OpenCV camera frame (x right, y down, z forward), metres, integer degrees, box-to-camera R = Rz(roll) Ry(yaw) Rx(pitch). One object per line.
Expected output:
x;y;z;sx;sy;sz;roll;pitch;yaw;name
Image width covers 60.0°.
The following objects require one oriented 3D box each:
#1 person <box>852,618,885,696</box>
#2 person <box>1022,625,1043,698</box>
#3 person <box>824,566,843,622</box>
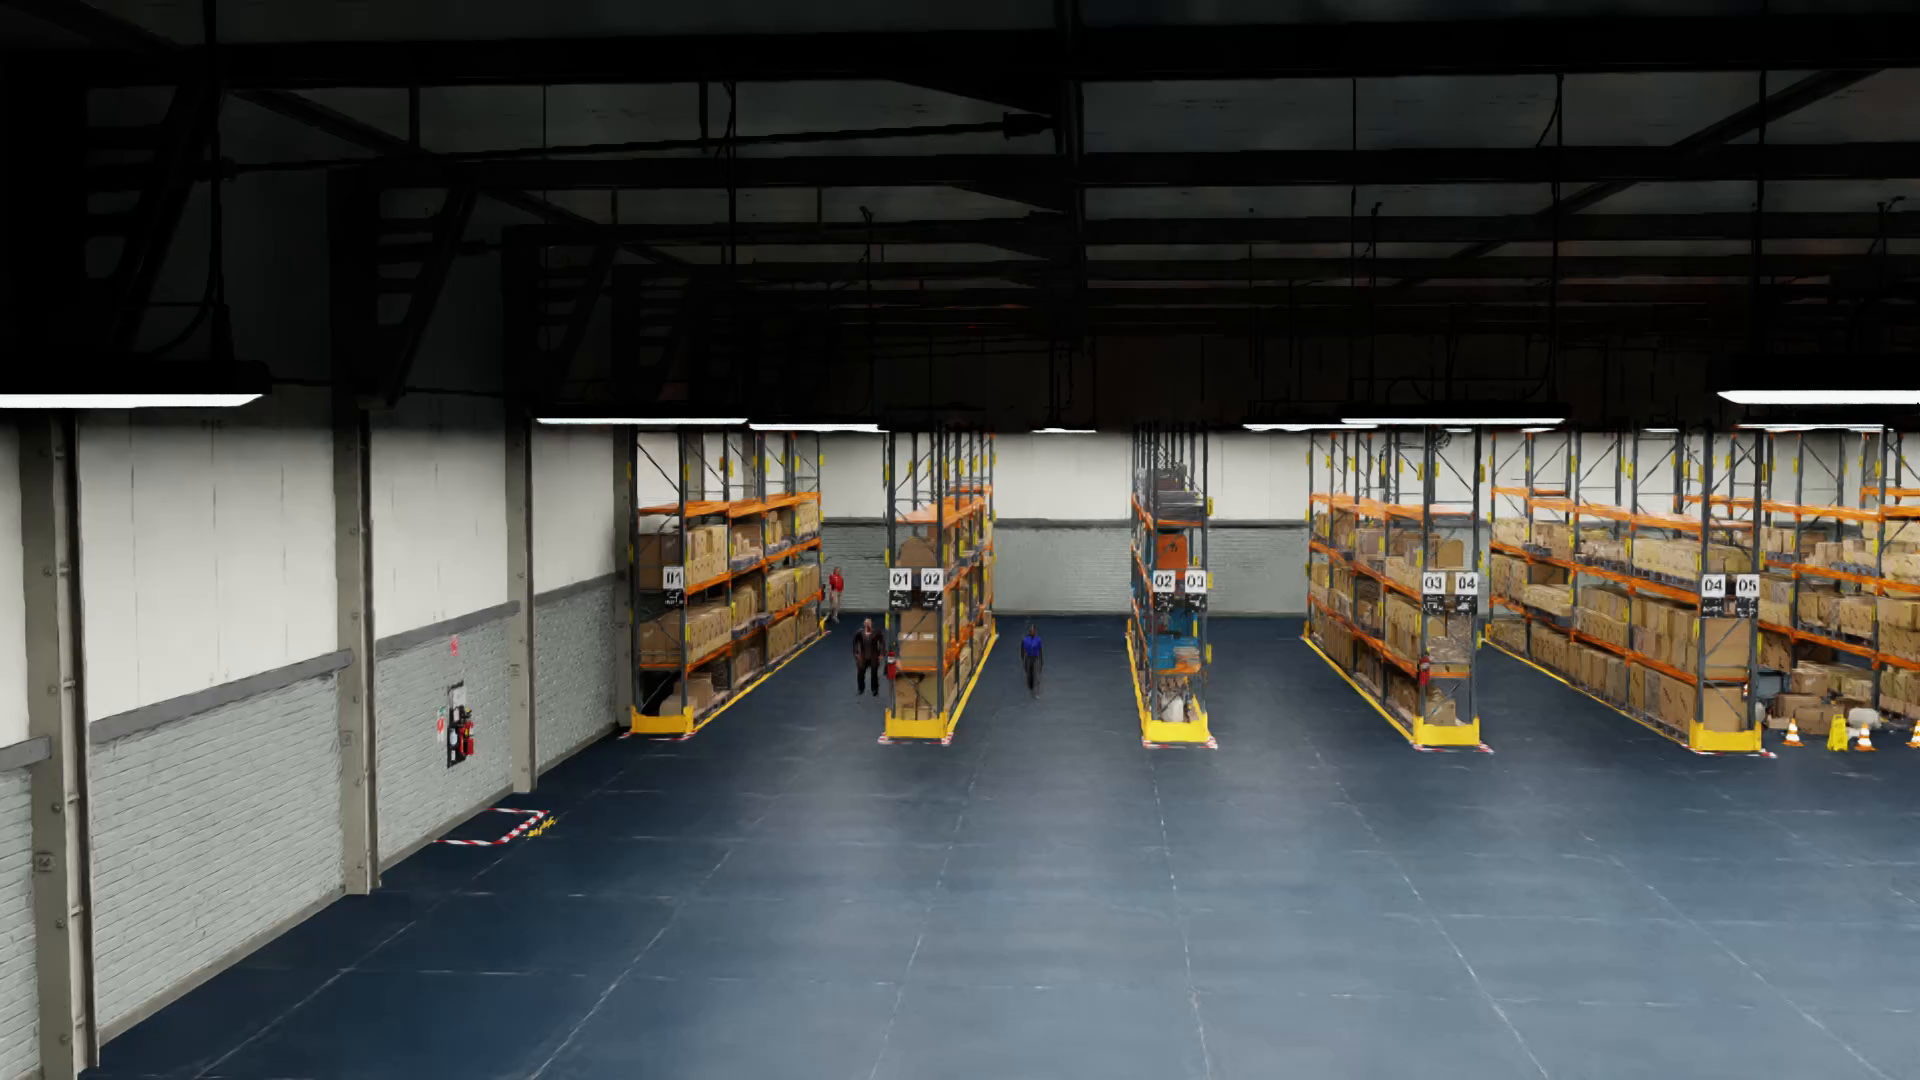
-2.006;2.605;36.474;0.729;1.631;0.546;0;4;5;person
1.569;2.621;36.309;0.447;1.574;1.088;0;4;7;person
-3.854;1.644;50.743;0.499;1.717;0.712;3;5;40;person
